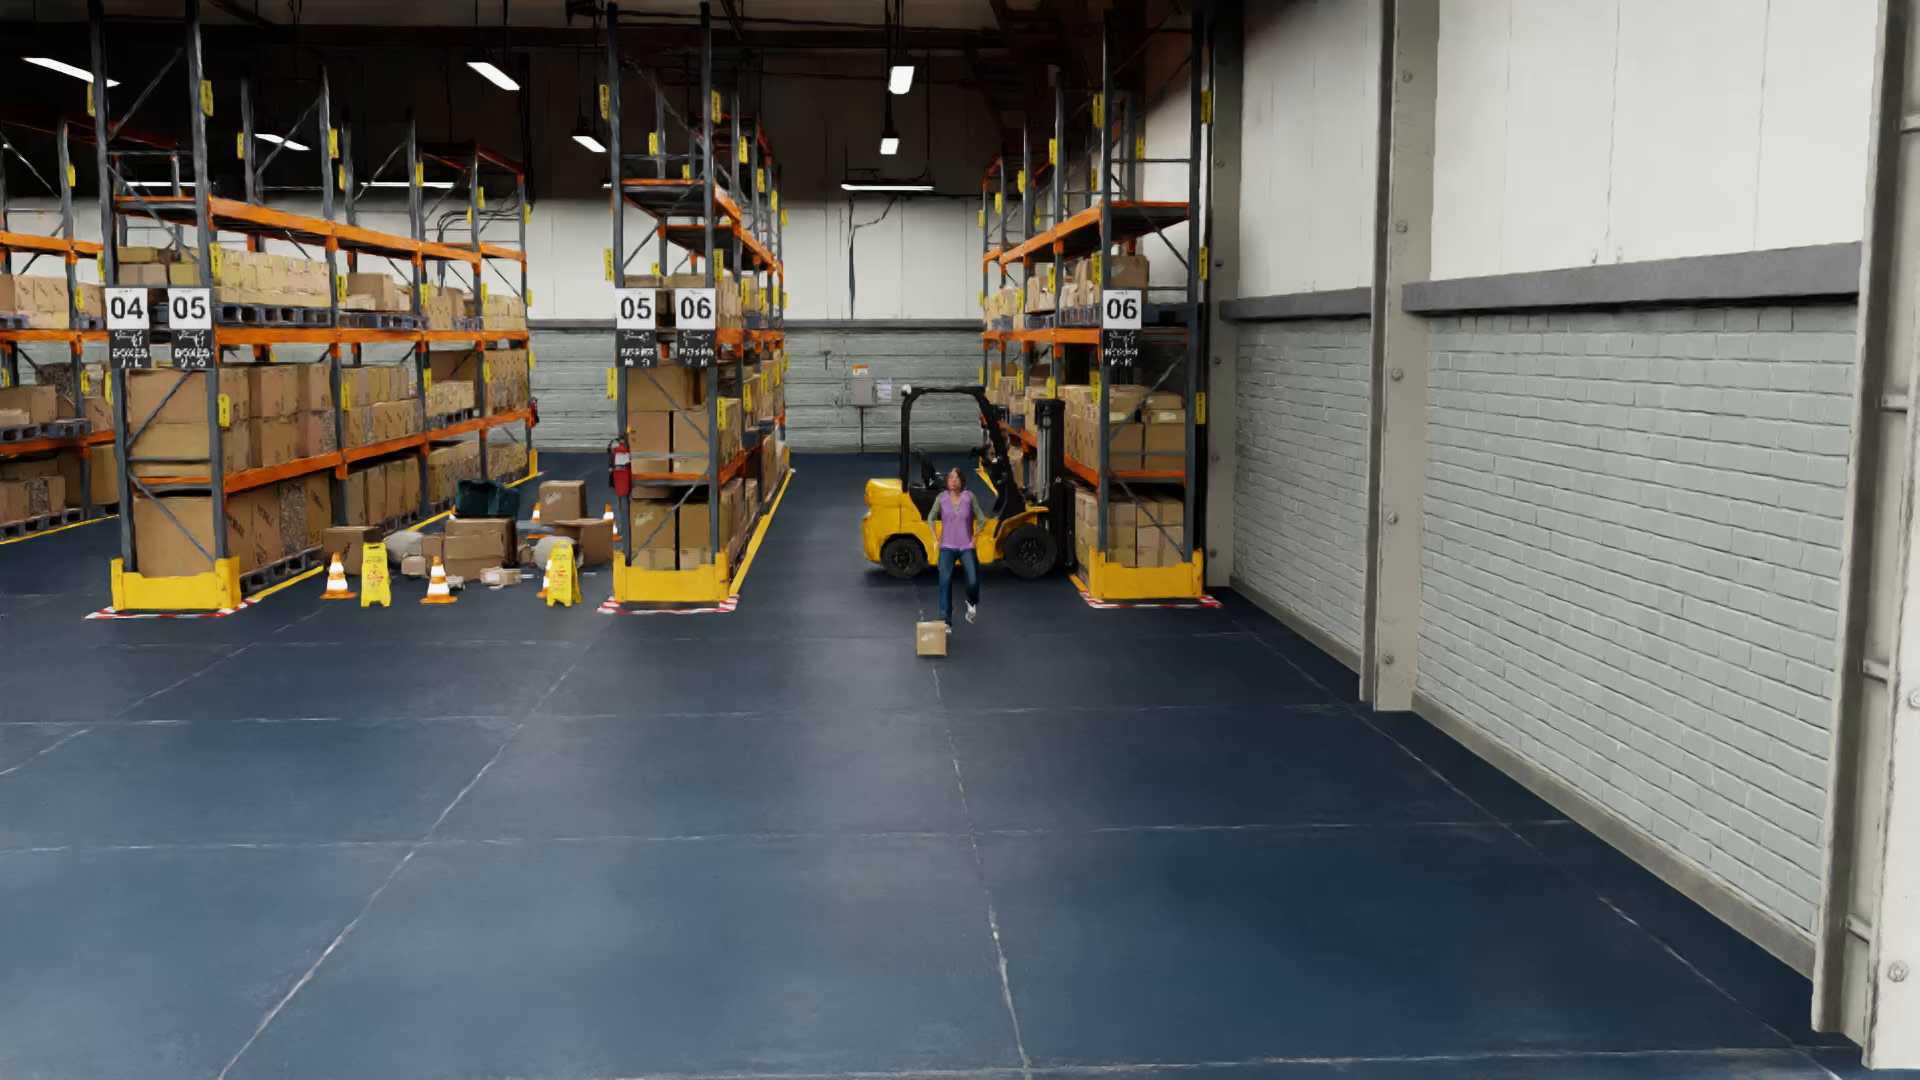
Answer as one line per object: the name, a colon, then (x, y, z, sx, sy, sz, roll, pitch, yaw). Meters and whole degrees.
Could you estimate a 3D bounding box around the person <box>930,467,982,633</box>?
person: (-0.024, 0.088, 15.327, 0.511, 1.497, 0.719, -1, 7, -4)
